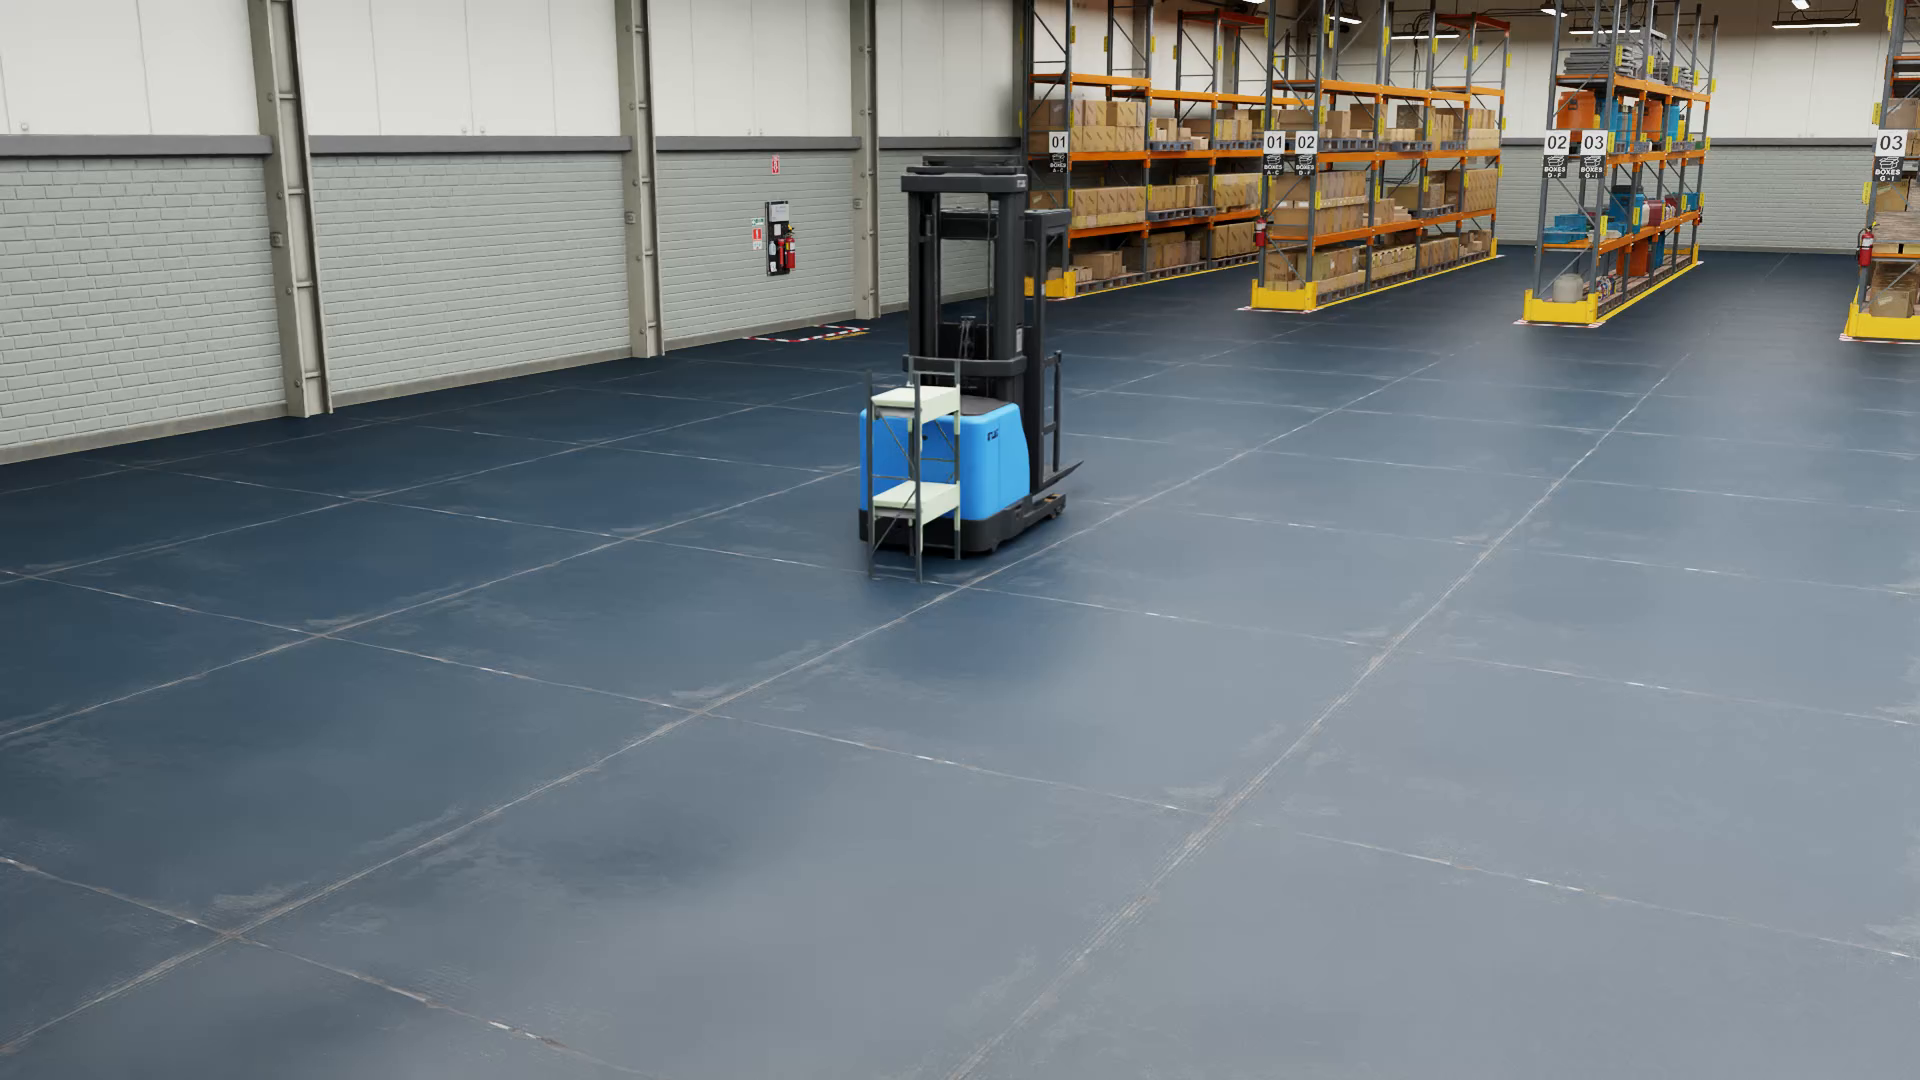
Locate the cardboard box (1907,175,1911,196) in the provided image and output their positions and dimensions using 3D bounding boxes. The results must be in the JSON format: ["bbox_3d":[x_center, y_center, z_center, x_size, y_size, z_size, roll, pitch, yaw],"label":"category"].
[{"bbox_3d":[16.658,-6.042,28.713,0.500,0.500,0.500,7,15,28],"label":"cardboard box"}]

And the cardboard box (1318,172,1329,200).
[{"bbox_3d":[6.543,-6.682,31.367,0.700,0.500,0.500,7,15,27],"label":"cardboard box"}]

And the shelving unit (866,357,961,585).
[{"bbox_3d":[-0.326,-0.509,11.946,0.431,1.500,0.755,5,15,21],"label":"shelving unit"}]

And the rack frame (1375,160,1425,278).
[{"bbox_3d":[9.898,-7.430,37.452,1.000,3.000,0.127,7,15,28],"label":"rack frame"}]

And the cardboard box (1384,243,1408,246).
[{"bbox_3d":[10.145,-6.647,38.600,0.500,0.500,0.500,8,16,30],"label":"cardboard box"}]

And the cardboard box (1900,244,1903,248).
[{"bbox_3d":[15.862,-4.938,27.651,0.380,0.149,0.250,7,15,28],"label":"cardboard box"}]

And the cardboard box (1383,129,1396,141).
[{"bbox_3d":[8.942,-8.584,35.263,0.500,0.250,0.500,6,15,23],"label":"cardboard box"}]

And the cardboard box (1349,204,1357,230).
[{"bbox_3d":[7.506,-6.457,33.204,0.700,0.500,0.500,7,15,27],"label":"cardboard box"}]

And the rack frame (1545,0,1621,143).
[{"bbox_3d":[10.365,-8.143,27.610,1.000,3.000,0.127,7,15,28],"label":"rack frame"}]

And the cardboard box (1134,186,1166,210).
[{"bbox_3d":[4.179,-7.647,37.199,0.700,0.500,0.500,9,16,34],"label":"cardboard box"}]

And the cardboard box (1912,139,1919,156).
[{"bbox_3d":[15.160,-6.120,25.940,0.500,0.250,0.500,8,16,30],"label":"cardboard box"}]

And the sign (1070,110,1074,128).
[{"bbox_3d":[2.168,-8.171,32.260,0.100,0.325,0.005,7,15,28],"label":"sign"}]

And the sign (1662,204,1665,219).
[{"bbox_3d":[14.717,-6.886,34.849,0.100,0.325,0.005,7,15,28],"label":"sign"}]

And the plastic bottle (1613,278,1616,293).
[{"bbox_3d":[12.355,-4.804,31.419,0.061,0.283,0.133,8,16,31],"label":"plastic bottle"}]

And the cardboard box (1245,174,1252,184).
[{"bbox_3d":[6.990,-9.045,41.662,0.500,0.250,0.500,8,16,29],"label":"cardboard box"}]

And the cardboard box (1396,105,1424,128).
[{"bbox_3d":[10.115,-9.512,37.340,0.500,0.500,0.500,7,15,28],"label":"cardboard box"}]

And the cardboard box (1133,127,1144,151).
[{"bbox_3d":[3.597,-8.554,35.459,0.500,0.500,0.500,8,16,30],"label":"cardboard box"}]

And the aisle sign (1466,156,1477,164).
[{"bbox_3d":[13.541,-10.382,44.151,0.394,0.787,0.004,7,15,28],"label":"aisle sign"}]

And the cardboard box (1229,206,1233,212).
[{"bbox_3d":[6.520,-8.186,41.083,0.380,0.149,0.250,8,16,29],"label":"cardboard box"}]

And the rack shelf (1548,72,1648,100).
[{"bbox_3d":[11.332,-8.009,29.443,1.077,0.370,4.000,7,15,28],"label":"rack shelf"}]

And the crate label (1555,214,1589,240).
[{"bbox_3d":[11.018,-5.652,30.002,0.502,0.435,0.616,7,15,28],"label":"crate label"}]

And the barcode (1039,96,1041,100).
[{"bbox_3d":[1.598,-8.836,33.257,0.001,0.075,0.075,7,15,28],"label":"barcode"}]

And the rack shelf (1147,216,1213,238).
[{"bbox_3d":[4.593,-7.230,38.159,1.077,0.370,4.000,7,15,28],"label":"rack shelf"}]

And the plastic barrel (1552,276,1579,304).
[{"bbox_3d":[10.616,-4.365,29.151,0.421,0.512,0.421,0,14,0],"label":"plastic barrel"}]

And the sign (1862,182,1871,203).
[{"bbox_3d":[14.225,-5.449,26.090,0.100,0.325,0.005,7,15,28],"label":"sign"}]

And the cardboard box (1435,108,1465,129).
[{"bbox_3d":[12.034,-10.347,40.807,0.700,0.500,0.500,7,15,28],"label":"cardboard box"}]

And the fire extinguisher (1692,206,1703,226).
[{"bbox_3d":[18.571,-8.270,41.896,0.296,0.674,0.183,7,15,28],"label":"fire extinguisher"}]

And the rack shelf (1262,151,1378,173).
[{"bbox_3d":[6.998,-7.307,32.079,1.077,0.370,4.000,7,15,28],"label":"rack shelf"}]

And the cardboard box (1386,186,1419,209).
[{"bbox_3d":[10.104,-7.825,37.980,0.700,0.500,0.500,2,14,9],"label":"cardboard box"}]

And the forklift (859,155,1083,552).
[{"bbox_3d":[0.246,-1.634,13.558,1.130,2.935,3.031,5,15,21],"label":"forklift"}]

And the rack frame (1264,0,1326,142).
[{"bbox_3d":[6.031,-8.705,29.941,1.000,3.000,0.127,7,15,28],"label":"rack frame"}]

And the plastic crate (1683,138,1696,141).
[{"bbox_3d":[17.007,-9.307,39.117,0.497,0.269,0.590,7,15,28],"label":"plastic crate"}]

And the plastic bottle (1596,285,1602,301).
[{"bbox_3d":[11.514,-4.451,29.977,0.097,0.271,0.097,0,14,0],"label":"plastic bottle"}]

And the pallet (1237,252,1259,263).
[{"bbox_3d":[7.187,-7.289,42.816,1.003,0.211,1.213,7,15,28],"label":"pallet"}]

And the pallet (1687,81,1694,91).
[{"bbox_3d":[15.793,-10.145,37.172,1.003,0.211,1.213,7,15,28],"label":"pallet"}]

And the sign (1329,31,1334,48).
[{"bbox_3d":[7.484,-10.077,33.471,0.100,0.325,0.005,7,15,28],"label":"sign"}]

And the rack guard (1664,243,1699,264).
[{"bbox_3d":[18.100,-7.300,42.248,1.175,0.500,0.348,7,15,28],"label":"rack guard"}]

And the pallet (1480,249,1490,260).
[{"bbox_3d":[13.344,-7.536,43.843,1.003,0.211,1.213,7,15,28],"label":"pallet"}]

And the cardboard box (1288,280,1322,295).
[{"bbox_3d":[6.485,-4.741,31.269,0.500,0.250,0.500,7,15,28],"label":"cardboard box"}]

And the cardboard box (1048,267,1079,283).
[{"bbox_3d":[2.106,-5.388,33.779,0.500,0.311,0.500,6,15,22],"label":"cardboard box"}]

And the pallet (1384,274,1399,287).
[{"bbox_3d":[8.875,-5.660,36.062,1.003,0.211,1.213,7,15,28],"label":"pallet"}]

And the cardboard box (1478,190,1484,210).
[{"bbox_3d":[13.050,-8.685,42.445,0.500,0.500,0.500,7,15,27],"label":"cardboard box"}]

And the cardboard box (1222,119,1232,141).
[{"bbox_3d":[6.233,-10.044,40.742,0.700,0.500,0.500,8,16,31],"label":"cardboard box"}]

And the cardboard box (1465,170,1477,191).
[{"bbox_3d":[12.555,-8.956,41.435,0.500,0.500,0.500,7,15,26],"label":"cardboard box"}]

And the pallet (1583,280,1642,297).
[{"bbox_3d":[13.233,-5.108,33.772,1.003,0.211,1.213,7,15,28],"label":"pallet"}]

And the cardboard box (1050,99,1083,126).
[{"bbox_3d":[2.091,-8.403,32.700,0.500,0.500,0.500,6,15,24],"label":"cardboard box"}]

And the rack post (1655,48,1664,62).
[{"bbox_3d":[14.523,-10.206,35.066,0.624,0.289,0.986,7,15,28],"label":"rack post"}]

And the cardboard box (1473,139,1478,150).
[{"bbox_3d":[12.529,-9.810,41.243,0.500,0.250,0.500,7,15,28],"label":"cardboard box"}]

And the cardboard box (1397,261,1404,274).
[{"bbox_3d":[9.366,-5.953,36.296,0.500,0.250,0.500,8,16,29],"label":"cardboard box"}]

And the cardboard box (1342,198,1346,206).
[{"bbox_3d":[7.280,-6.578,32.321,0.380,0.149,0.250,8,16,30],"label":"cardboard box"}]

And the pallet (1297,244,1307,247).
[{"bbox_3d":[9.109,-8.103,46.194,1.003,0.211,1.213,7,15,28],"label":"pallet"}]

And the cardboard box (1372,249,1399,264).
[{"bbox_3d":[9.124,-6.121,35.799,0.500,0.311,0.500,8,16,30],"label":"cardboard box"}]

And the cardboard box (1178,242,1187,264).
[{"bbox_3d":[4.907,-6.743,38.997,0.700,0.500,0.500,7,15,28],"label":"cardboard box"}]

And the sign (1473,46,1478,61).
[{"bbox_3d":[12.320,-11.636,39.769,0.100,0.325,0.005,7,15,28],"label":"sign"}]
